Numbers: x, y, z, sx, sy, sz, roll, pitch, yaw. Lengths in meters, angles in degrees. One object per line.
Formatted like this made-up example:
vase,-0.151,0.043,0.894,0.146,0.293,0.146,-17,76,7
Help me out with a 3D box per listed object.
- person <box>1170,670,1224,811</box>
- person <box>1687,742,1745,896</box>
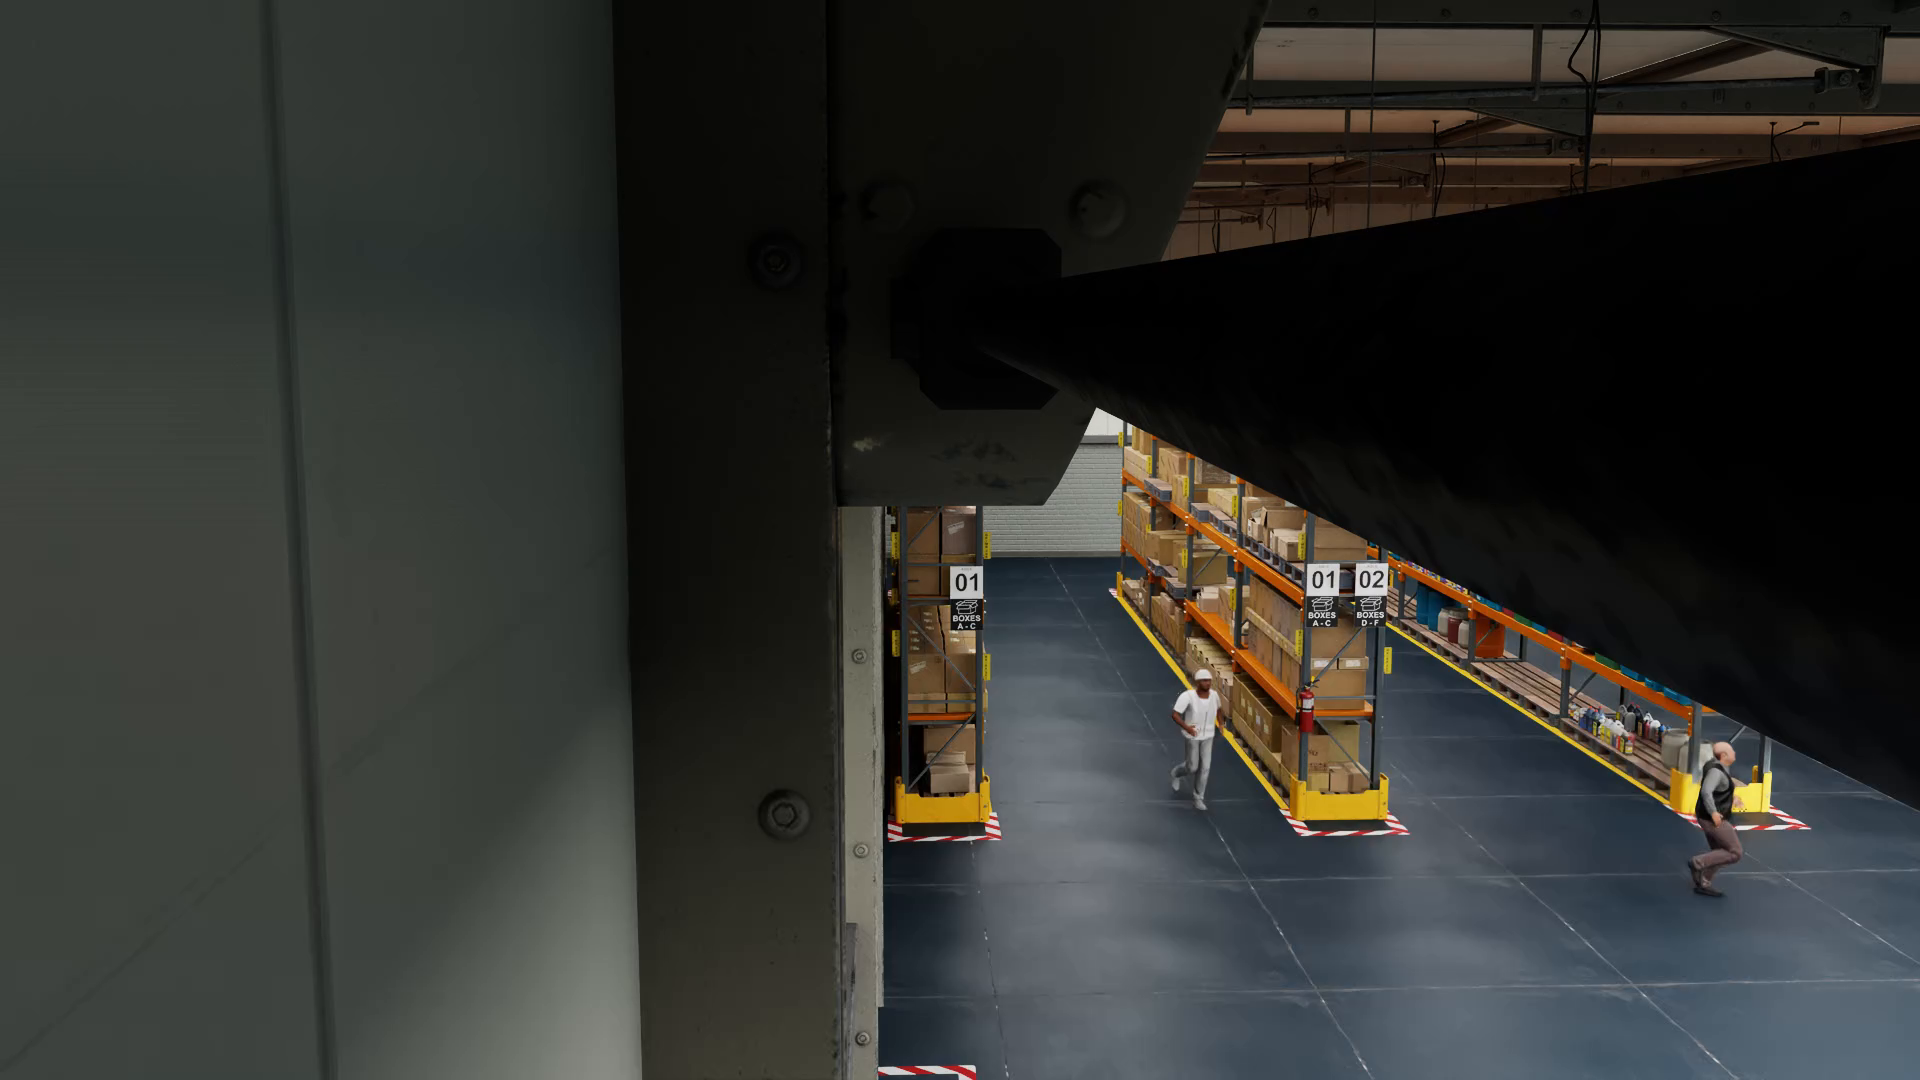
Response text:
person,3.048,2.507,21.259,0.736,1.759,0.785,-3,9,-20
person,8.159,3.001,17.923,0.565,1.681,0.670,2,8,16
